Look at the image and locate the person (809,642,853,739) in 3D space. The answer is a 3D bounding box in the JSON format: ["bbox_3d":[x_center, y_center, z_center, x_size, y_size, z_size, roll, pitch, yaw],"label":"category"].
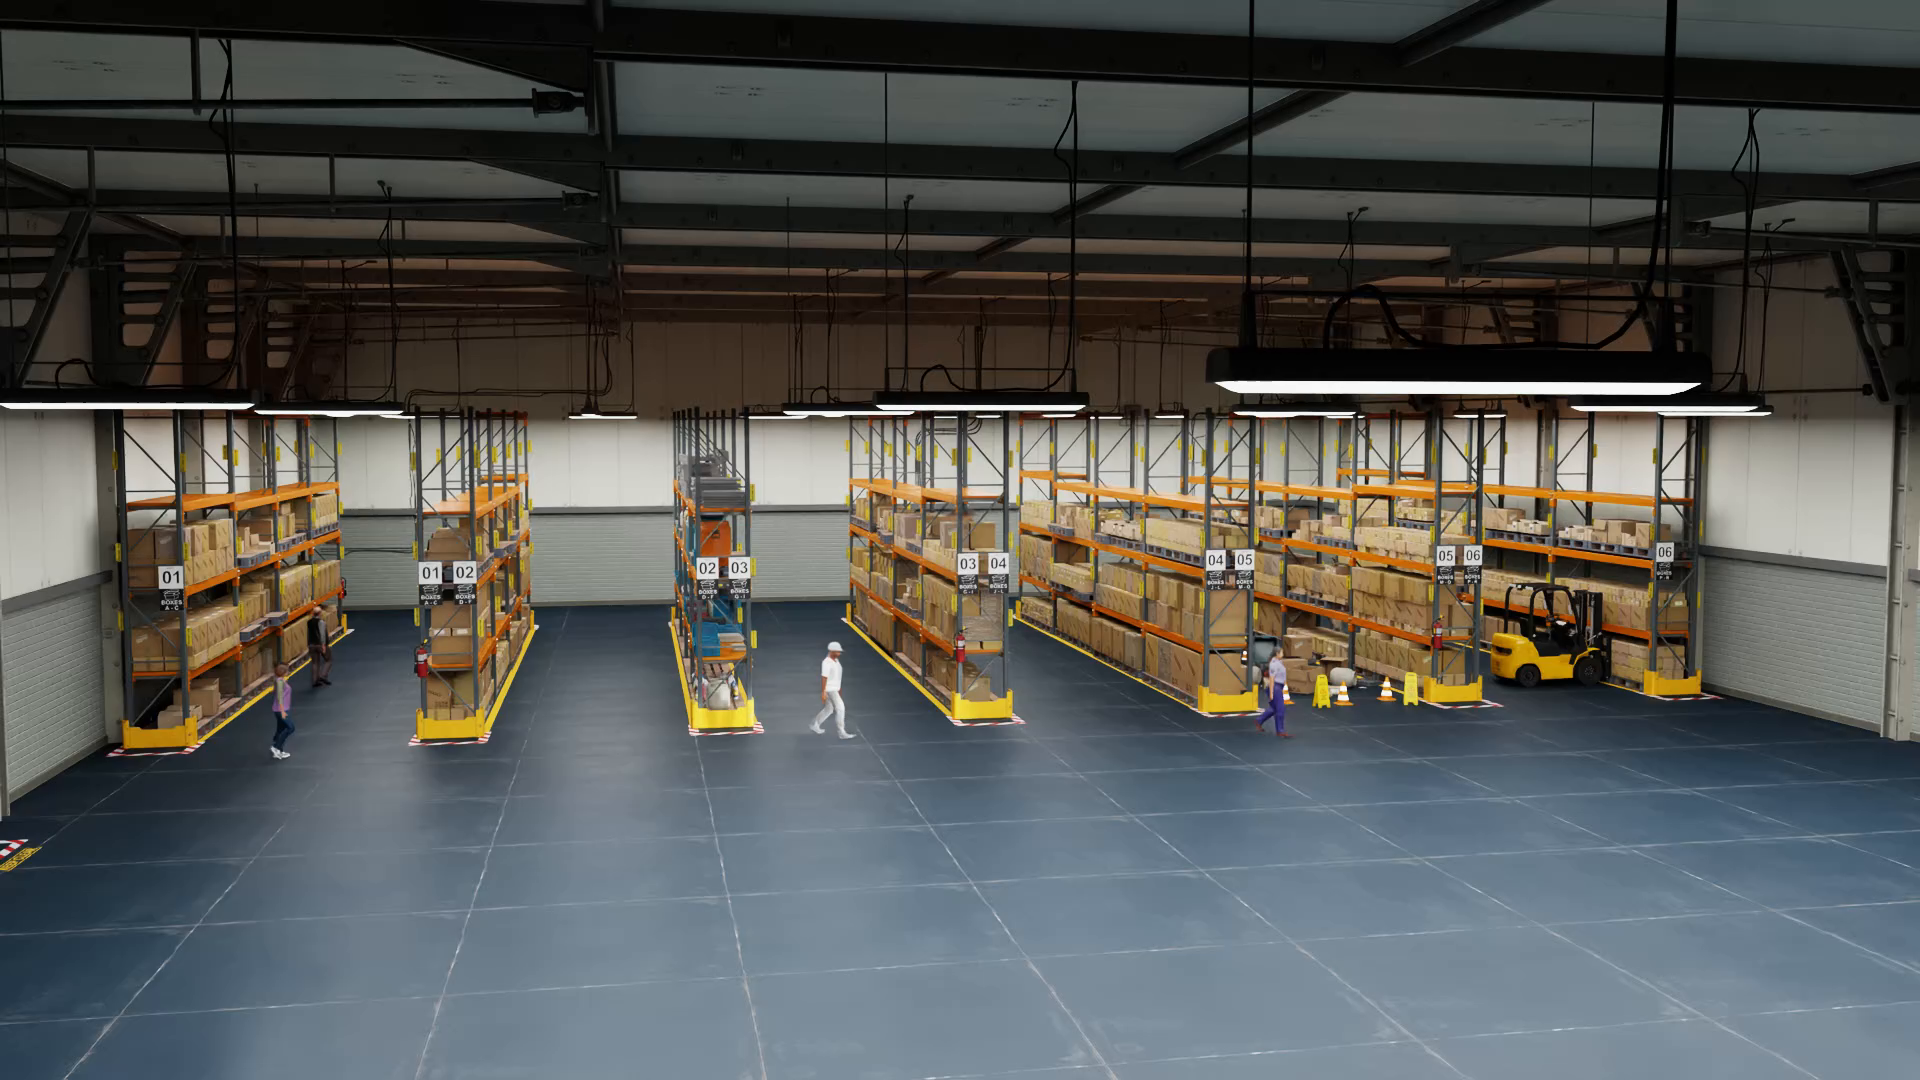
[{"bbox_3d":[-2.337,2.716,30.181,0.895,1.736,0.574,1,4,8],"label":"person"}]

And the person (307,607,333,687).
[{"bbox_3d":[-13.858,2.301,35.868,0.540,1.701,0.498,1,4,8],"label":"person"}]

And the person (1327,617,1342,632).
[{"bbox_3d":[10.236,1.655,45.304,0.580,1.756,0.413,-4,5,-41],"label":"person"}]

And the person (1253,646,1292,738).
[{"bbox_3d":[5.718,2.748,30.337,0.703,1.631,0.502,1,4,13],"label":"person"}]

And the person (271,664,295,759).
[{"bbox_3d":[-11.499,2.902,28.227,0.383,1.596,0.448,-2,4,-21],"label":"person"}]
